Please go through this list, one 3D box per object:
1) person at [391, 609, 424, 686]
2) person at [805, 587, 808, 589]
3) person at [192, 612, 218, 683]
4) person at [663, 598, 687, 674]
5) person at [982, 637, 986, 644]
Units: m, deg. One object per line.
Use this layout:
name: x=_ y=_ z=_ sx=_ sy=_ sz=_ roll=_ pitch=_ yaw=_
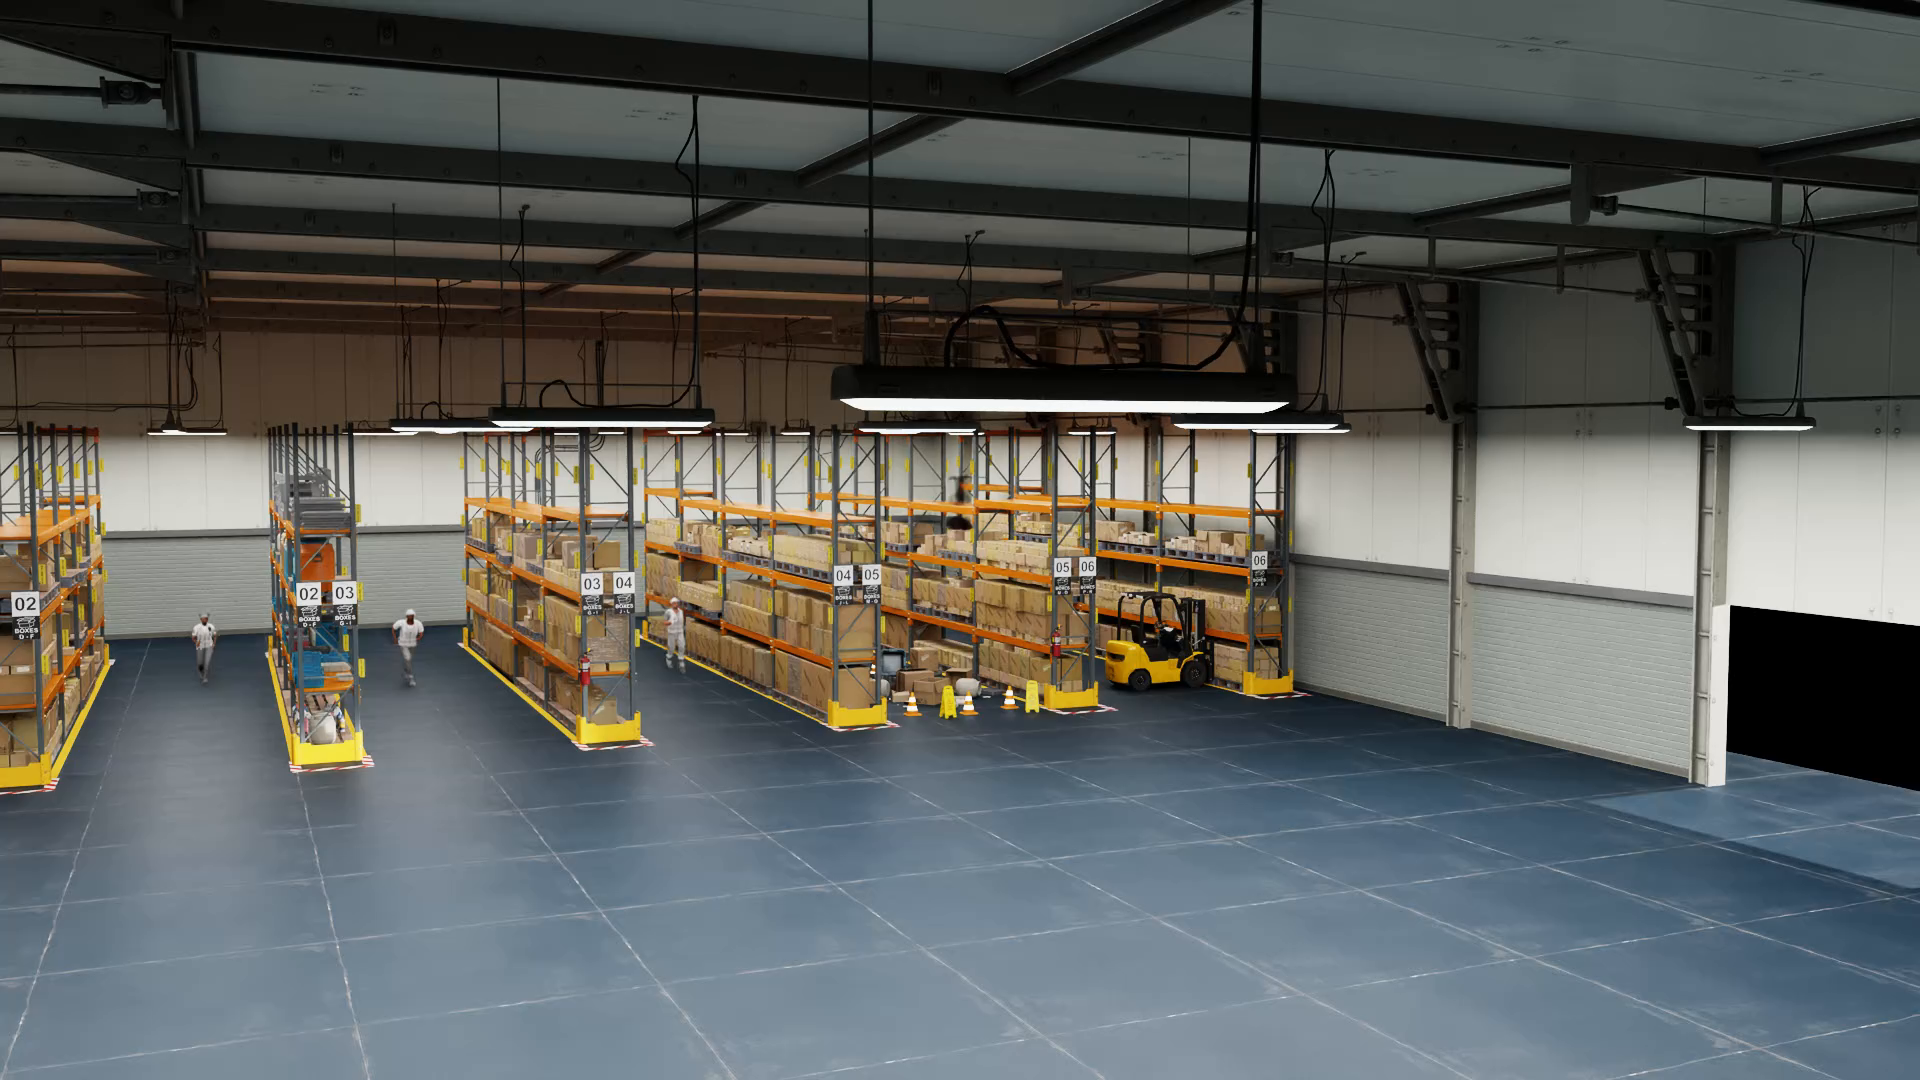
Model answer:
person: x=-12.889 y=2.477 z=38.835 sx=0.702 sy=1.771 sz=0.962 roll=-2 pitch=4 yaw=-35
person: x=-4.615 y=1.787 z=51.362 sx=0.653 sy=1.584 sz=0.586 roll=-2 pitch=4 yaw=-34
person: x=-17.705 y=2.513 z=39.000 sx=0.562 sy=1.655 sz=0.589 roll=-2 pitch=4 yaw=-26
person: x=-6.984 y=2.322 z=40.747 sx=0.642 sy=1.829 sz=0.850 roll=-2 pitch=4 yaw=-31
person: x=0.777 y=2.242 z=43.491 sx=0.533 sy=1.601 sz=0.860 roll=-2 pitch=4 yaw=-26
